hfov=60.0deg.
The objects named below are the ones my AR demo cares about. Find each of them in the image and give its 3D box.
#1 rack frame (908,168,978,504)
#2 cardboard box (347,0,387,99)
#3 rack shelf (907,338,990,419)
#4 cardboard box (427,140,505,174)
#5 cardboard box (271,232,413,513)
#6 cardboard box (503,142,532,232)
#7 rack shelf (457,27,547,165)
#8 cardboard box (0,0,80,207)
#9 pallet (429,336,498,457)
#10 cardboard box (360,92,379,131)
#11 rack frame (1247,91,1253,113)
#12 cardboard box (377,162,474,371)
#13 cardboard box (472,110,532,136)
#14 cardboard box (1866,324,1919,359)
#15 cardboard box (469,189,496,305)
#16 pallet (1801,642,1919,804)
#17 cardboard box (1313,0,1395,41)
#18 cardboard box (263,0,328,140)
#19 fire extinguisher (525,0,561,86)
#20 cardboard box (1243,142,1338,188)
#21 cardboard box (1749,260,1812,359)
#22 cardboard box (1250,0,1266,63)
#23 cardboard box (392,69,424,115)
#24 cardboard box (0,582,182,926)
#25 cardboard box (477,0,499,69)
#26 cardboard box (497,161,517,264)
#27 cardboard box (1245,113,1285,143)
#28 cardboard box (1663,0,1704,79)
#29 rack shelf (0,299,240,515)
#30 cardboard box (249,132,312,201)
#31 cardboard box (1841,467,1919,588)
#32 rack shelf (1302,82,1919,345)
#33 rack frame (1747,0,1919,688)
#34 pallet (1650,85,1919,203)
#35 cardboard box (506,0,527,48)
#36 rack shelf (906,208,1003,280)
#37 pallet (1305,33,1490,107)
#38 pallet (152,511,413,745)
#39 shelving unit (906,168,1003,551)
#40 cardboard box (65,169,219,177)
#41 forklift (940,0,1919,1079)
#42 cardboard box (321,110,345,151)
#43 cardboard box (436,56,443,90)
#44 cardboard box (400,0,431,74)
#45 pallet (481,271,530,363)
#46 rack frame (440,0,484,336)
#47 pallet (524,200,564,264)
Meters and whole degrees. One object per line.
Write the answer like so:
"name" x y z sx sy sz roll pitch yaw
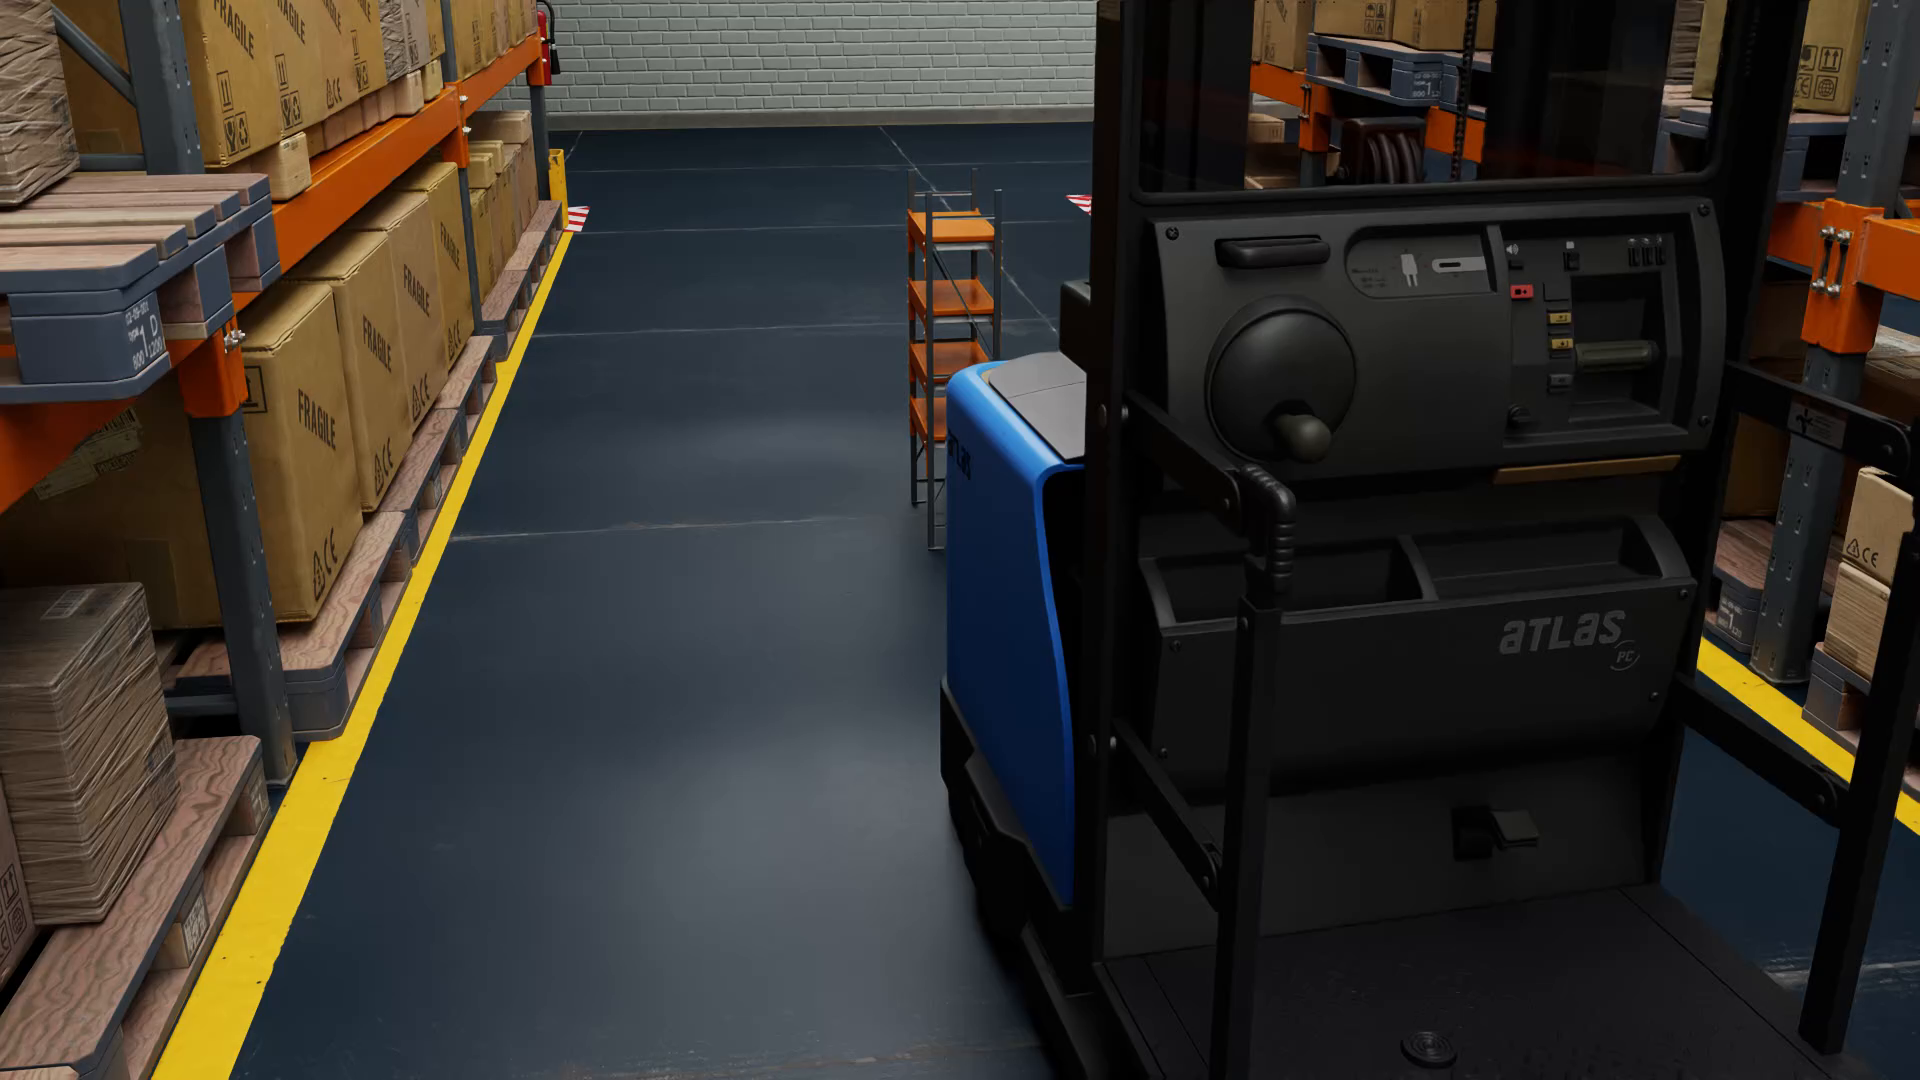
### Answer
"rack frame" -0.059 -0.704 5.886 0.240 1.200 0.015 -3 21 -8
"cardboard box" -2.192 -1.701 5.387 0.500 0.500 0.500 -2 21 -6
"rack shelf" -0.024 -0.556 5.683 0.258 0.148 0.480 -3 21 -8
"cardboard box" -2.682 -2.078 9.038 0.380 0.149 0.250 -4 21 -9
"cardboard box" -2.251 -0.546 5.362 0.750 0.750 0.750 -3 21 -8
"cardboard box" -3.036 -2.176 10.228 0.700 0.500 0.500 -3 21 -8
"rack shelf" -3.020 -2.531 9.235 1.077 0.370 4.000 -3 21 -8
"cardboard box" -2.078 -0.882 3.018 0.700 0.500 0.500 -5 21 -14
"pallet" -2.546 -0.606 7.038 1.003 0.211 1.213 -3 21 -8
"cardboard box" -2.263 -1.523 5.837 0.380 0.149 0.250 -3 21 -9
"rack frame" 1.593 -3.812 11.635 1.000 3.000 0.127 -3 21 -8
"cardboard box" -2.510 -1.147 6.973 0.750 0.750 0.750 -3 21 -7
"cardboard box" -2.910 -2.618 10.484 0.380 0.149 0.250 -3 21 -8
"cardboard box" 2.882 -0.430 5.525 0.500 0.500 0.500 -4 21 -10
"cardboard box" -2.738 -1.466 8.326 0.700 0.500 0.500 -3 21 -7
"pallet" 2.826 0.551 3.939 1.003 0.211 1.213 -3 21 -8
"cardboard box" 2.016 -2.495 7.367 0.700 0.500 0.500 -10 23 -26
"cardboard box" -2.038 -1.349 4.446 0.500 0.500 0.500 -2 21 -6
"fire extinguisher" -2.874 -3.425 11.244 0.296 0.674 0.183 -3 21 -8
"cardboard box" 1.894 -2.114 10.028 0.797 0.503 0.637 -3 21 -8
"cardboard box" 2.367 -0.760 5.335 0.500 0.250 0.500 -2 21 -6
"cardboard box" 1.768 -2.812 8.816 0.500 0.500 0.500 -2 21 -6
"cardboard box" -2.254 -1.698 6.306 0.380 0.149 0.250 -3 21 -8
"cardboard box" -2.000 0.421 3.247 0.700 0.500 0.500 -3 21 -7
"cardboard box" -2.894 -2.758 8.385 0.980 0.700 0.700 -3 21 -9
"cardboard box" -2.879 -1.818 9.268 0.700 0.500 0.500 -2 21 -6
"cardboard box" 1.915 -2.671 11.525 0.500 0.500 0.500 -3 21 -8
"cardboard box" 2.601 -1.824 5.571 0.700 0.500 0.500 1 20 2
"rack shelf" -1.867 0.238 1.819 1.077 0.370 4.000 -3 21 -8
"cardboard box" -1.956 -0.992 4.416 0.380 0.149 0.250 -2 21 -6
"cardboard box" 2.531 -0.017 4.004 0.500 0.311 0.500 -2 21 -6
"rack shelf" 2.458 -1.398 6.199 1.077 0.370 4.000 -3 21 -8
"rack frame" 2.746 -1.042 4.219 1.000 3.000 0.127 -3 21 -8
"pallet" 2.579 -1.183 4.872 1.213 0.211 1.003 -3 21 -8
"cardboard box" -3.109 -3.274 9.766 0.980 0.700 0.700 -3 21 -8
"rack shelf" -0.024 -0.988 5.522 0.258 0.148 0.480 -3 21 -8
"pallet" 2.177 -2.055 7.205 1.003 0.211 1.213 -3 21 -8
"pallet" -2.194 0.238 4.776 1.003 0.211 1.213 -3 21 -8
"shelving unit" -0.024 -0.619 5.660 0.258 1.200 0.503 -3 21 -8
"cardboard box" -1.974 -0.808 3.924 0.380 0.149 0.250 -3 21 -9
"forklift" 0.794 -0.301 2.334 1.130 2.935 3.031 -5 21 -13
"cardboard box" -2.205 -1.339 5.344 0.380 0.149 0.250 -3 21 -7
"cardboard box" -2.403 -1.965 7.020 0.380 0.149 0.250 -3 21 -7
"cardboard box" -2.333 -2.048 6.317 0.500 0.500 0.500 -3 21 -7
"pallet" -2.764 -1.137 8.458 1.003 0.211 1.213 -3 21 -8
"rack frame" -2.732 -2.176 7.255 1.000 3.000 0.127 -3 21 -8
"pallet" -3.116 -1.982 10.720 1.003 0.211 1.213 -3 21 -8
